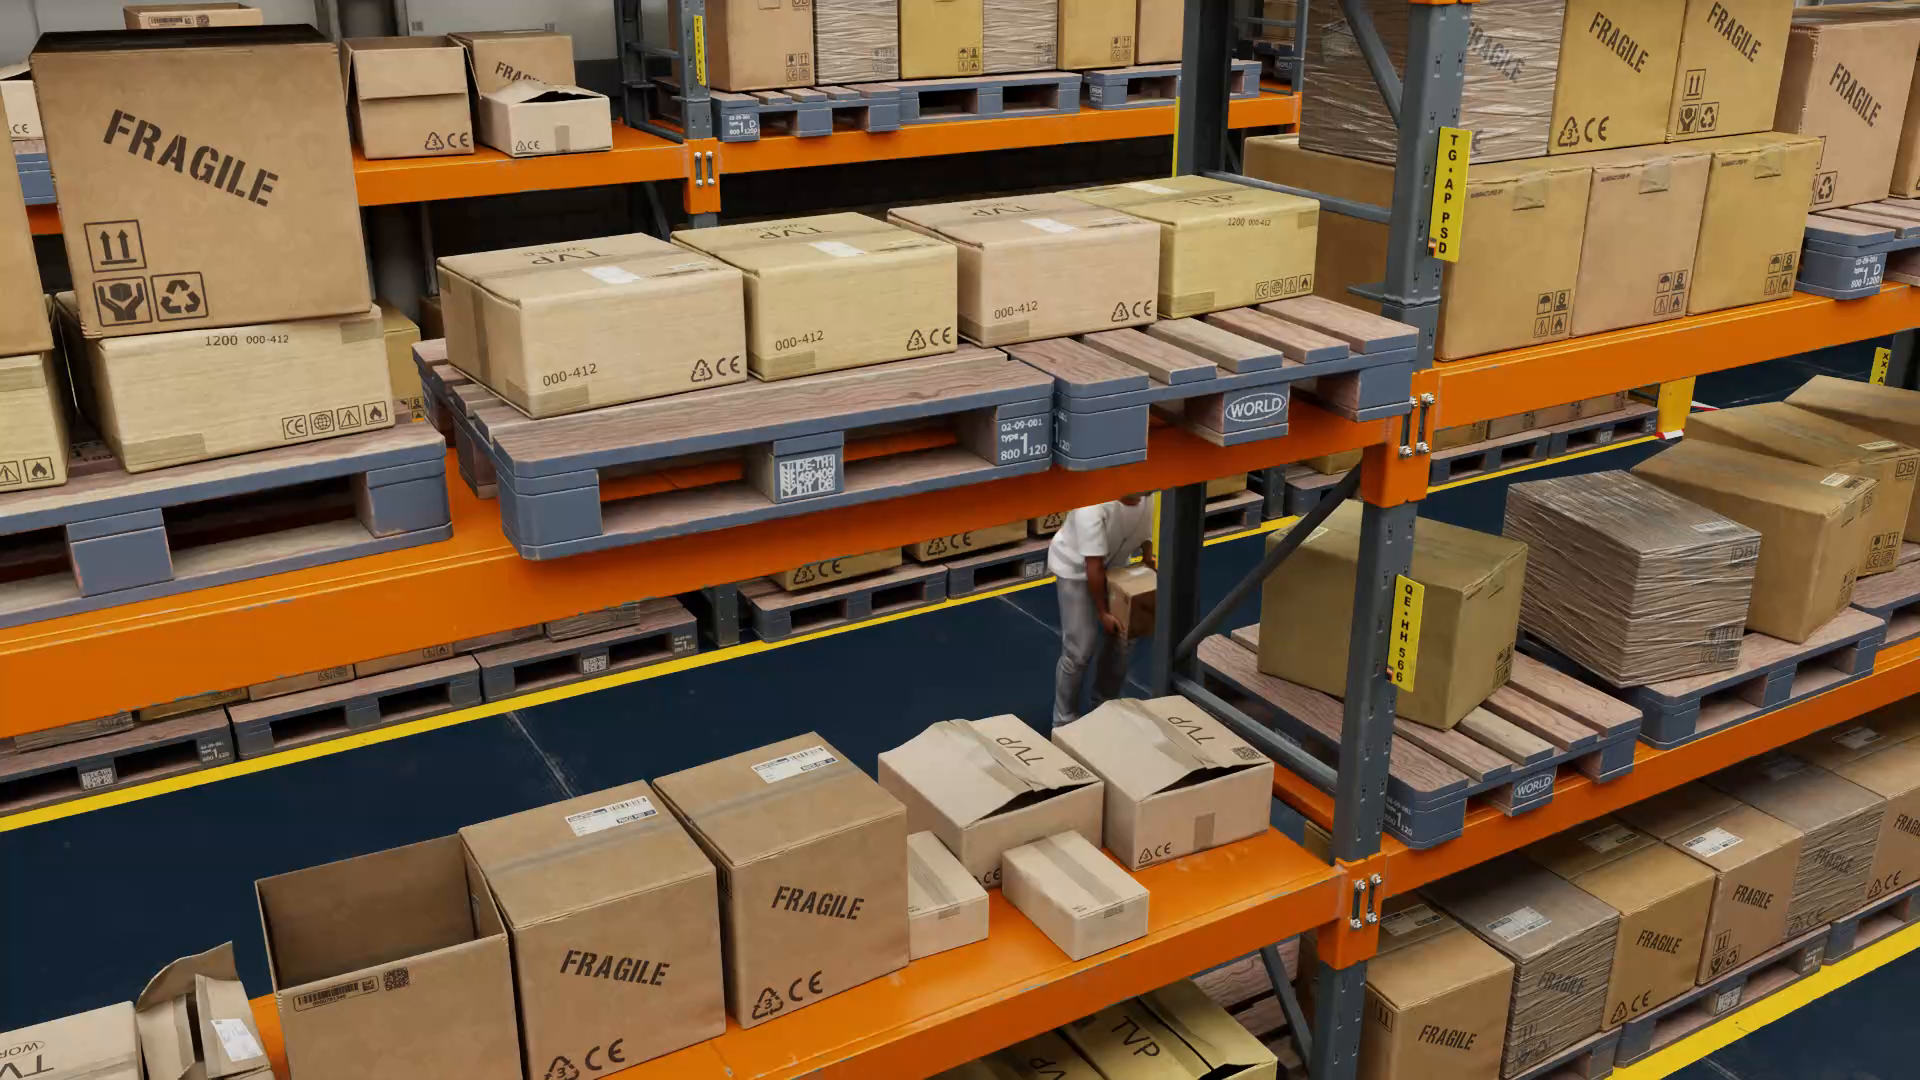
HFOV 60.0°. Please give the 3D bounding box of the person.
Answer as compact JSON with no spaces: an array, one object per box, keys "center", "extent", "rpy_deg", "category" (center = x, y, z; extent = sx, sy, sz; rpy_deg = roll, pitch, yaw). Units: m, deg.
[{"center":[0.747,0.225,8.117],"extent":[0.492,1.669,0.670],"rpy_deg":[-13,25,-29],"category":"person"}]
